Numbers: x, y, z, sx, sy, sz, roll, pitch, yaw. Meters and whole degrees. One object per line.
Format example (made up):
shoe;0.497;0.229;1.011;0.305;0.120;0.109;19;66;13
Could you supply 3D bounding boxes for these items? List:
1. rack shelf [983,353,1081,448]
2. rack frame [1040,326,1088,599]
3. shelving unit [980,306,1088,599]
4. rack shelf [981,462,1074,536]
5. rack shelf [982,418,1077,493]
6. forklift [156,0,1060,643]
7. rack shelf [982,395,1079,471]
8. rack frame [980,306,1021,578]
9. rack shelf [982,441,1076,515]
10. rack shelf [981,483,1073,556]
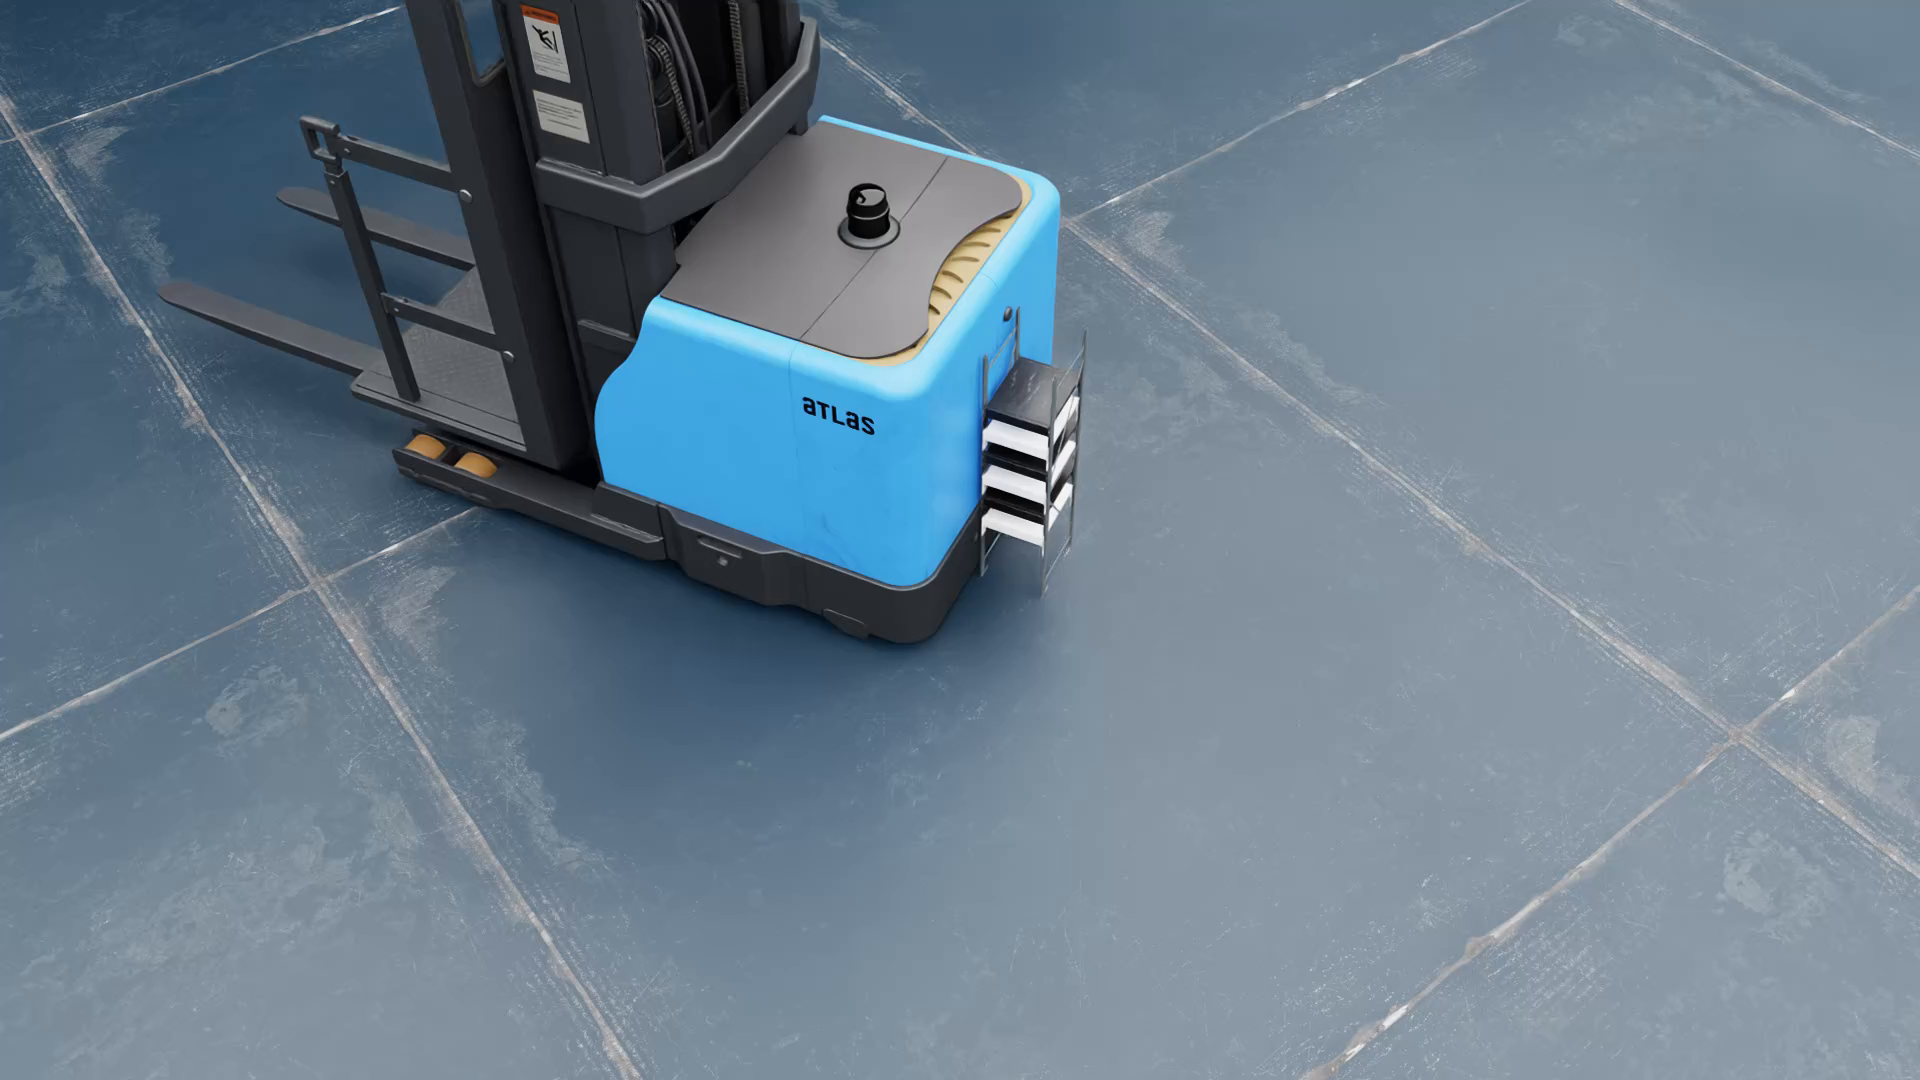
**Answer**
rack shelf;0.207;-0.394;4.681;0.200;0.077;0.258;19;51;17
rack frame;0.299;-0.203;4.827;0.006;0.900;0.240;19;51;17
shelving unit;0.207;-0.235;4.856;0.210;0.900;0.258;19;51;17
rack shelf;0.207;-0.152;4.947;0.200;0.077;0.258;19;51;17
rack shelf;0.207;-0.273;4.814;0.200;0.077;0.258;19;51;17
forklift;-1.258;-1.435;4.573;3.031;2.935;1.130;19;51;17
rack shelf;0.207;-0.334;4.747;0.200;0.077;0.258;19;51;17
rack frame;0.115;-0.267;4.885;0.006;0.900;0.240;19;51;17
rack shelf;0.207;-0.213;4.881;0.200;0.077;0.258;19;51;17
rack shelf;0.207;-0.092;5.014;0.200;0.077;0.258;19;51;17
